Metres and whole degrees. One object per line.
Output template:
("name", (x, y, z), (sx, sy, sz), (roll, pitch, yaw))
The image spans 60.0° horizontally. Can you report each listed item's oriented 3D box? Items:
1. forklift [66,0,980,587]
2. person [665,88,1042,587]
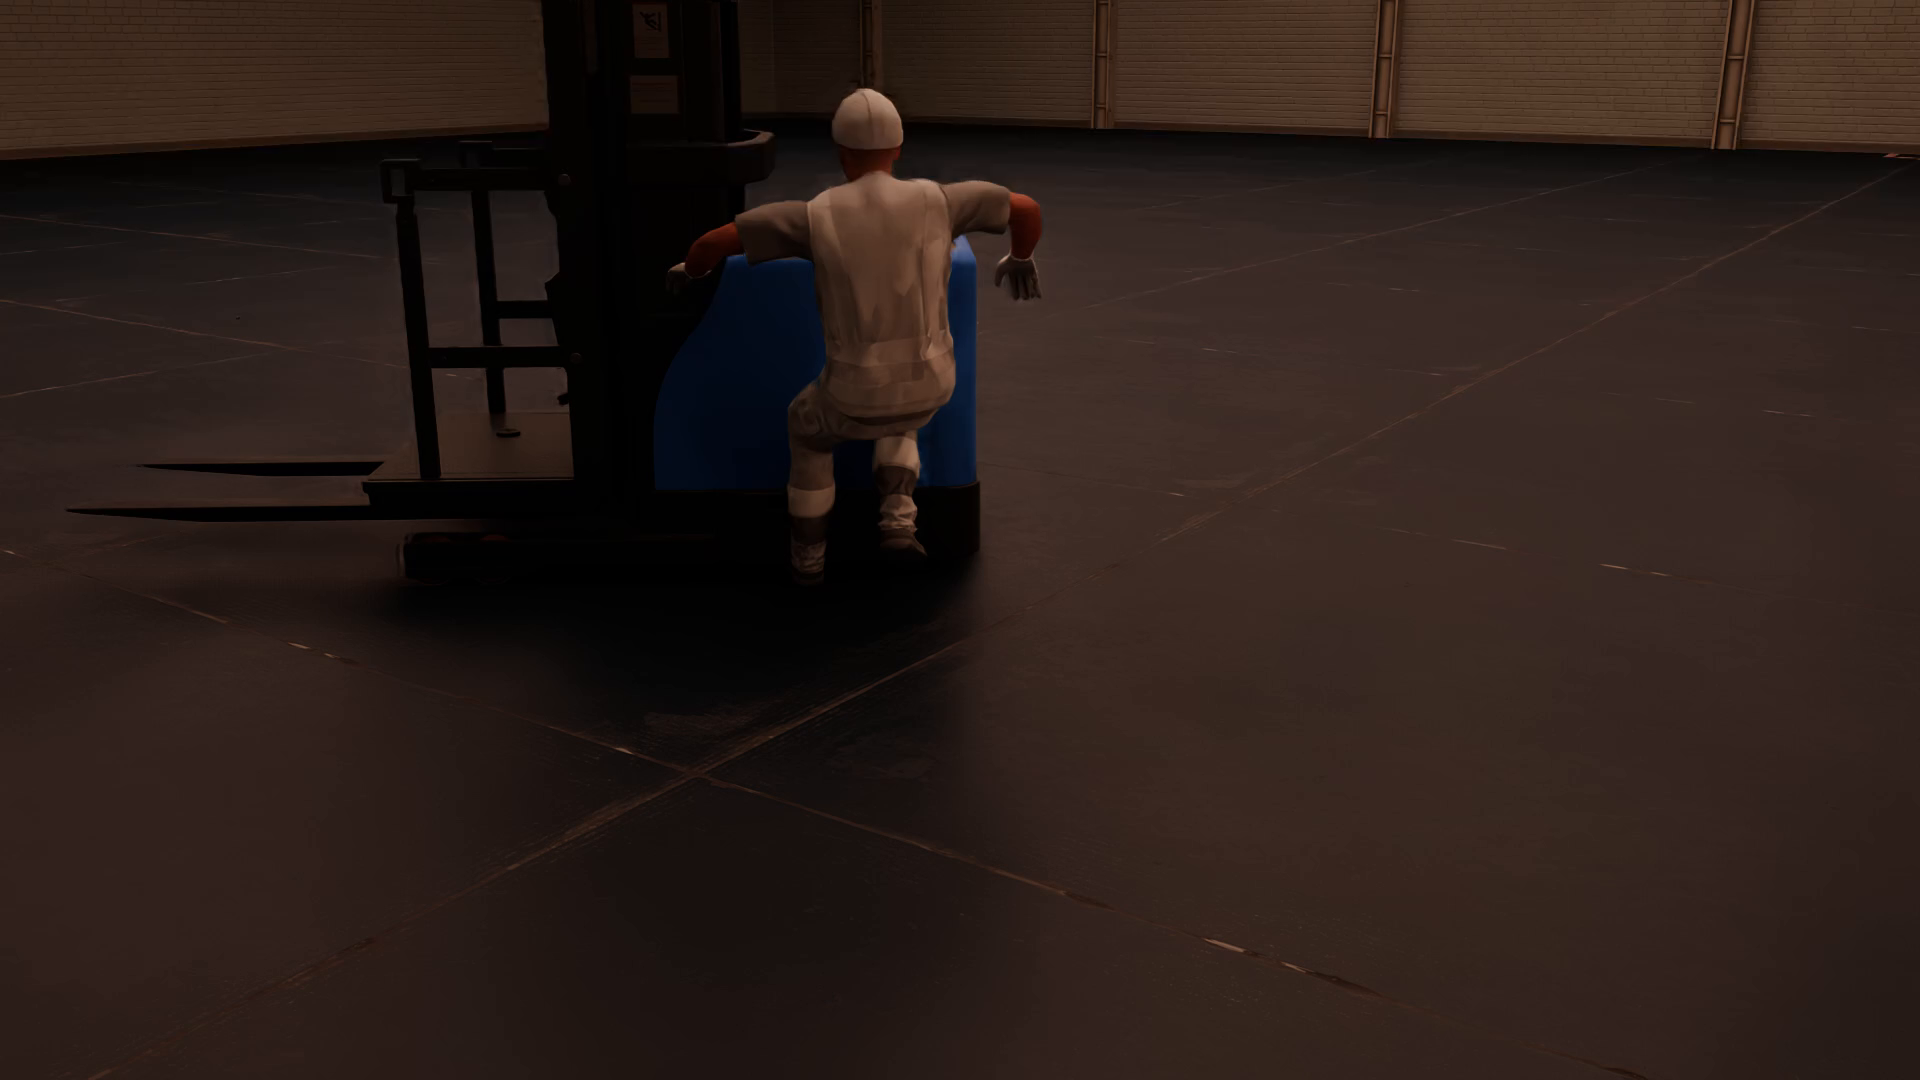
("forklift", (-1.467, -1.407, 5.538), (3.031, 2.935, 1.130), (-1, 17, -3))
("person", (-0.305, -0.578, 5.135), (1.153, 1.590, 0.844), (-5, 17, -15))
